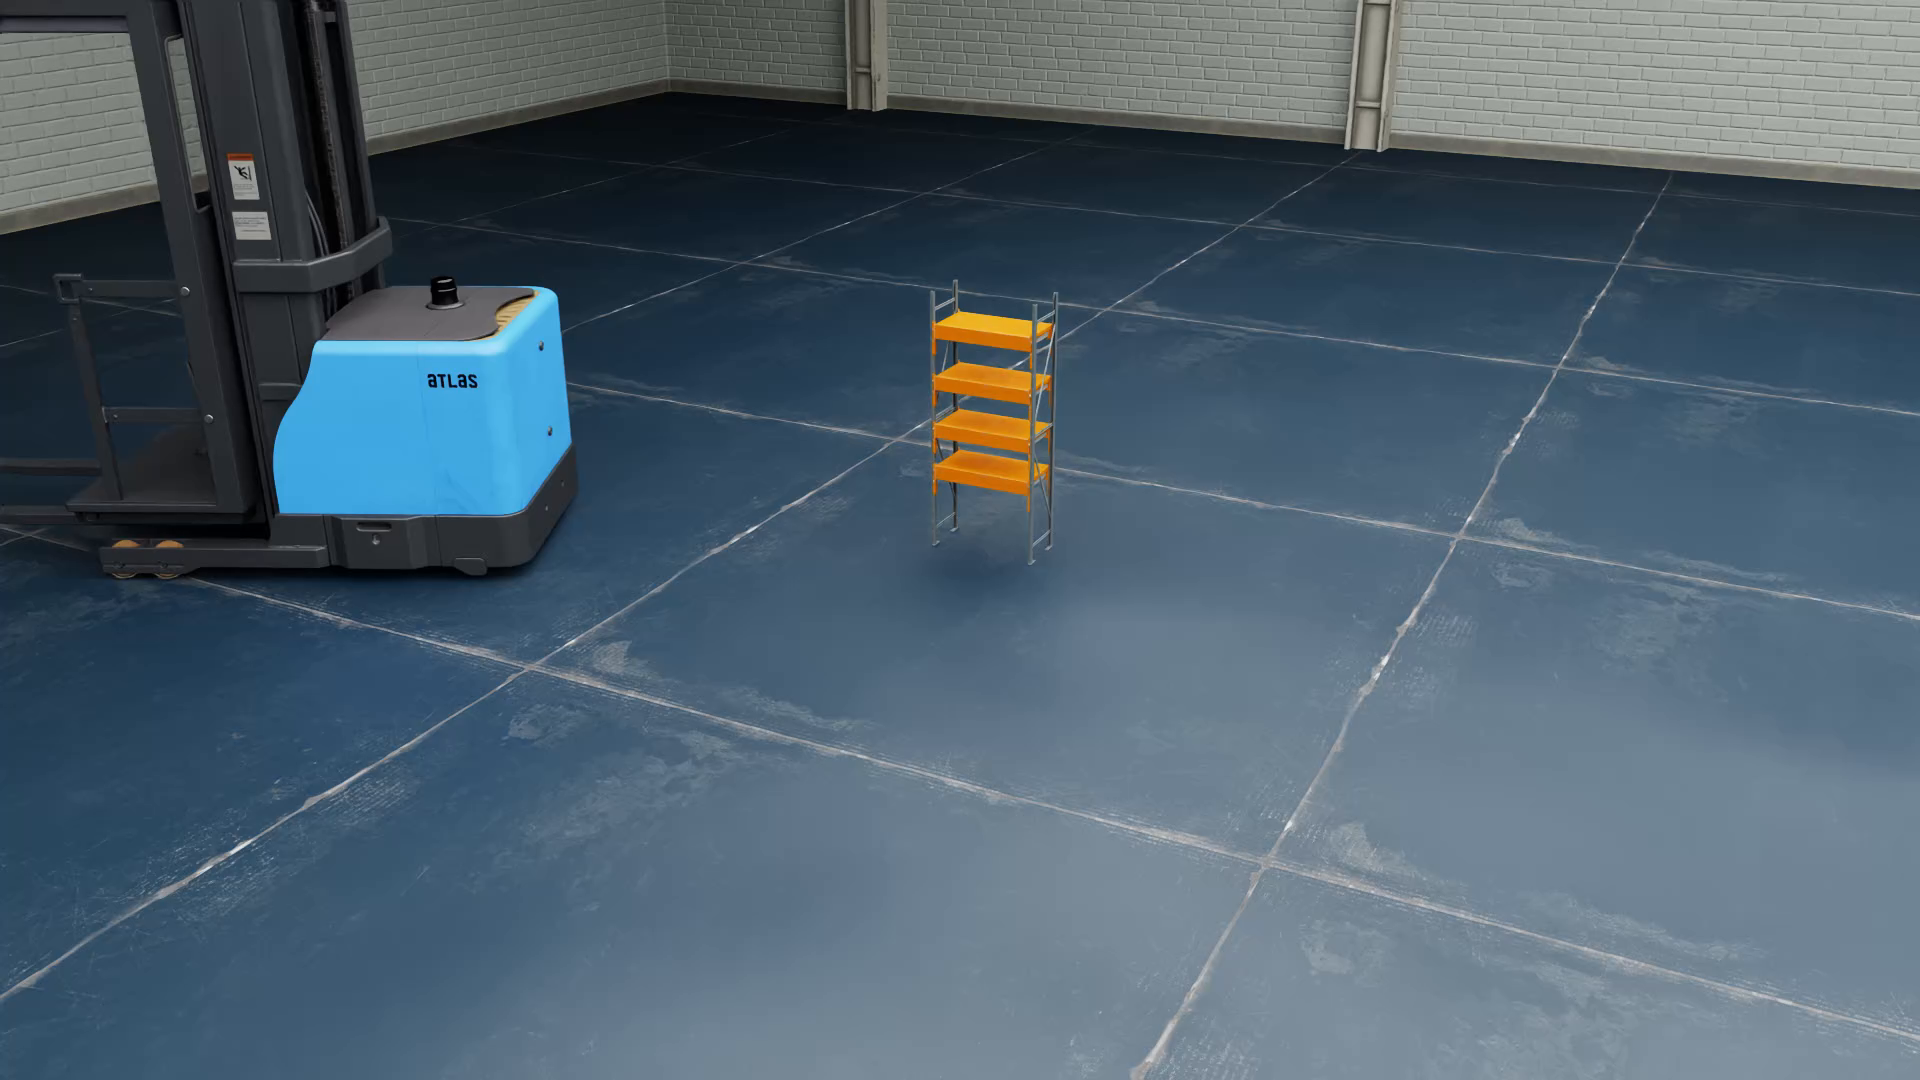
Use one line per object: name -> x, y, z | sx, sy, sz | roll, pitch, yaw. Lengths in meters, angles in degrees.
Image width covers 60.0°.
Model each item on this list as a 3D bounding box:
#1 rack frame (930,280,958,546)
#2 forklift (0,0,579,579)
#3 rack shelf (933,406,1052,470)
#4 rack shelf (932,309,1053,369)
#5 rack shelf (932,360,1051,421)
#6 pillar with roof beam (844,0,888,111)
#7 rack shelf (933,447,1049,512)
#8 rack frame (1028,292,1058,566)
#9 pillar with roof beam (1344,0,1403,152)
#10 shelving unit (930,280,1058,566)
rack frame -> -0.070, -0.566, 7.548 | 0.015, 1.200, 0.240 | 11, 25, 25
forklift -> -3.396, -1.382, 7.255 | 3.031, 2.935, 1.130 | 1, 23, 1
rack shelf -> 0.148, -0.461, 7.473 | 0.480, 0.148, 0.258 | 11, 25, 25
rack shelf -> 0.148, -0.885, 7.293 | 0.480, 0.148, 0.258 | 11, 25, 25
rack shelf -> 0.148, -0.667, 7.385 | 0.480, 0.148, 0.258 | 11, 25, 25
pillar with roof beam -> -3.047, -7.796, 14.583 | 0.400, 9.000, 9.100 | 11, 25, 25
rack shelf -> 0.148, -0.278, 7.551 | 0.480, 0.148, 0.258 | 11, 25, 25
rack frame -> 0.365, -0.480, 7.345 | 0.015, 1.200, 0.240 | 11, 25, 25
pillar with roof beam -> 2.308, -6.737, 12.092 | 0.400, 9.000, 9.100 | 11, 25, 25
shelving unit -> 0.148, -0.523, 7.446 | 0.503, 1.200, 0.258 | 11, 25, 25
